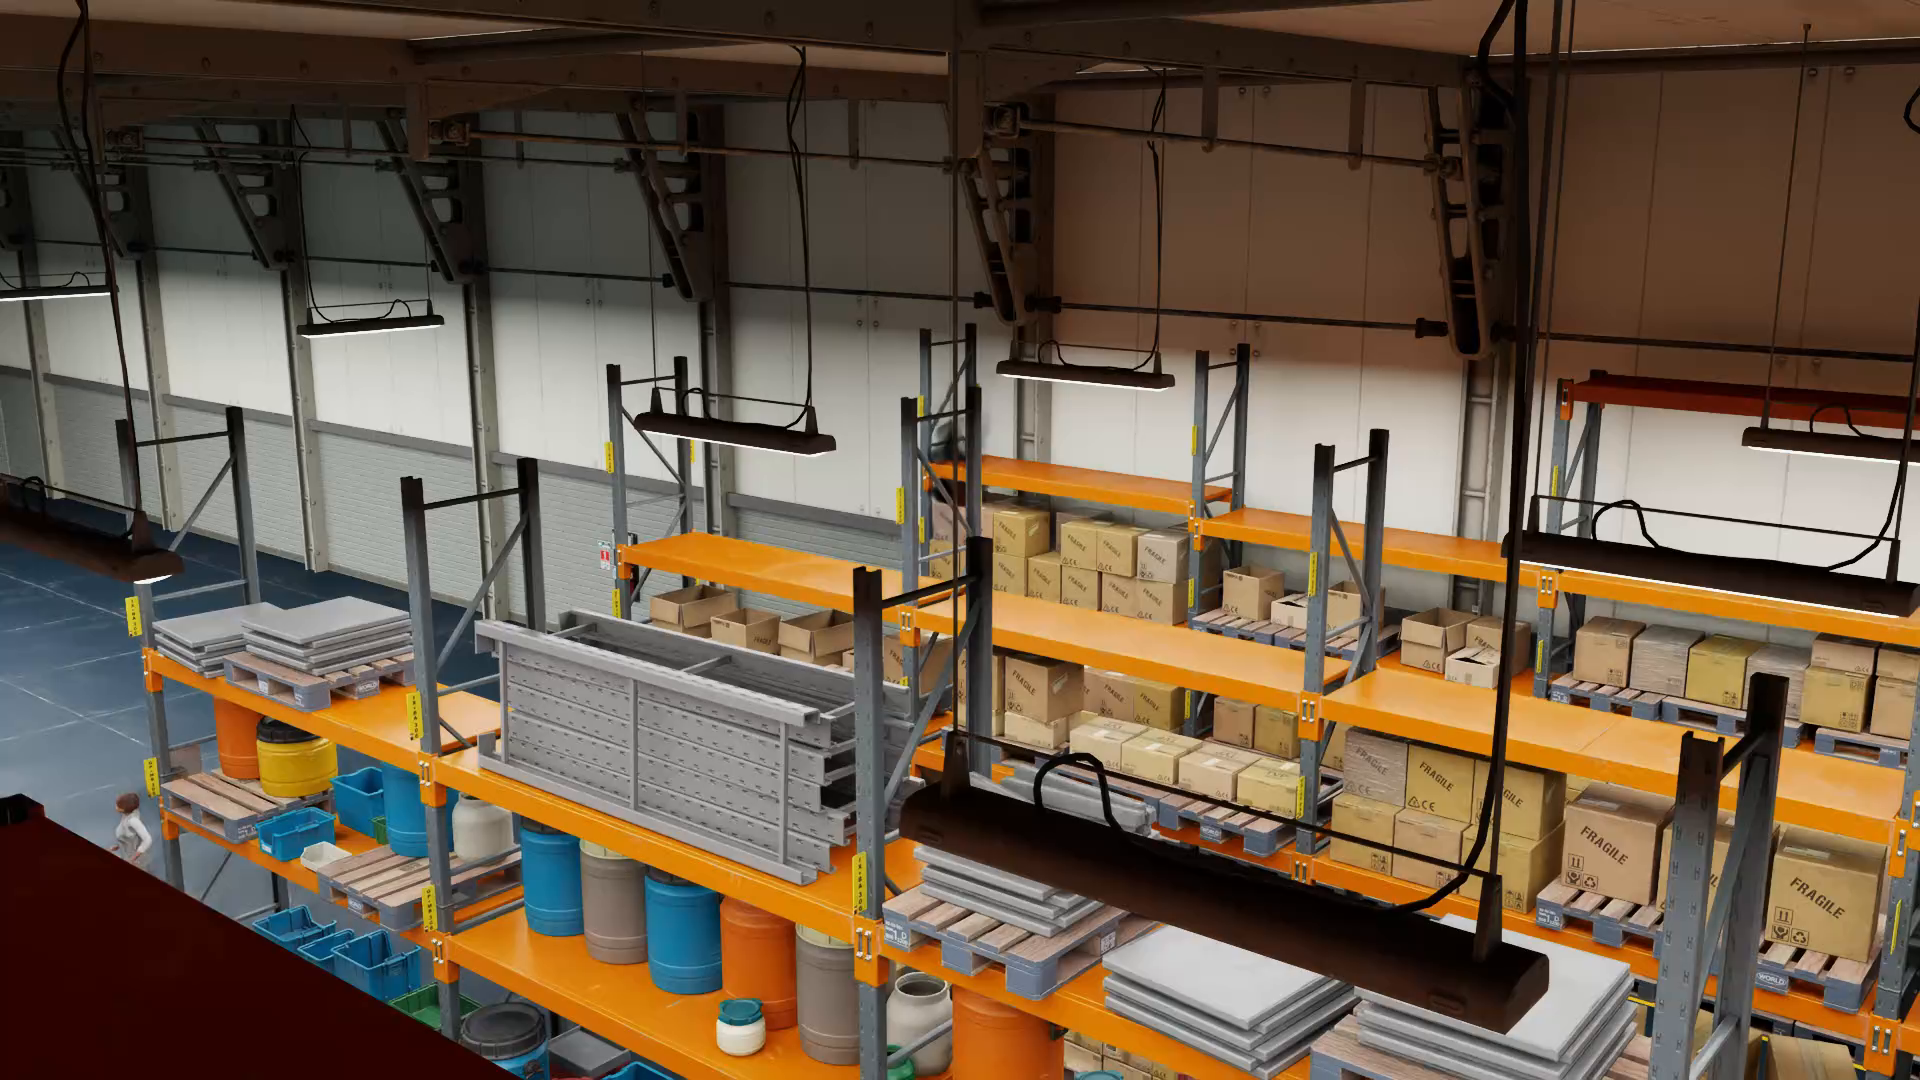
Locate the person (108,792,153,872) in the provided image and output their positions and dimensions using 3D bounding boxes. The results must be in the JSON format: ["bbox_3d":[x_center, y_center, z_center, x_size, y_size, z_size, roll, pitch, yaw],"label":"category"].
[{"bbox_3d":[-8.643,3.413,17.568,0.744,1.606,0.567,-6,14,-26],"label":"person"}]
